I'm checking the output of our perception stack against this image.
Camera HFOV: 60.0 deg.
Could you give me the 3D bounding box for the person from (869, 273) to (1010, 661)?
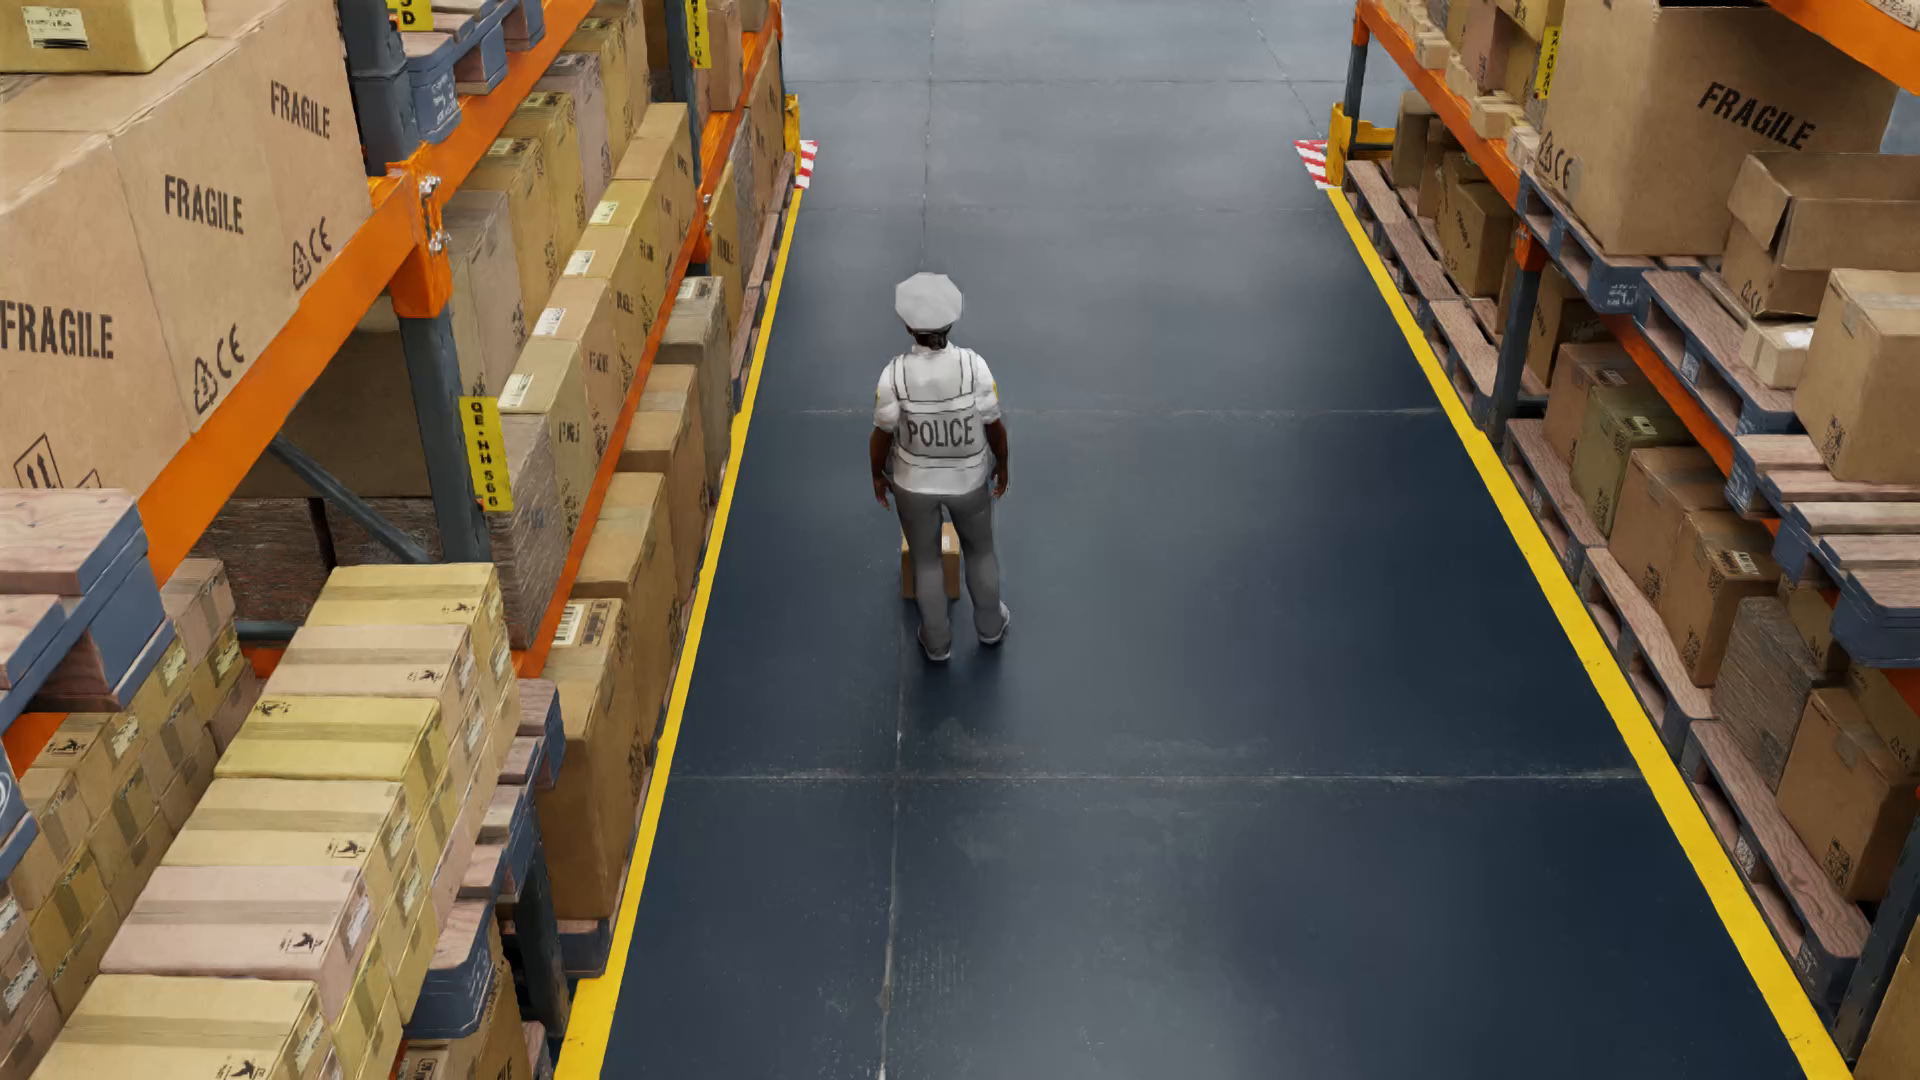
[{"bbox_3d":[-0.065,-0.283,6.542,0.572,1.695,0.531,-1,32,-2],"label":"person"}]
